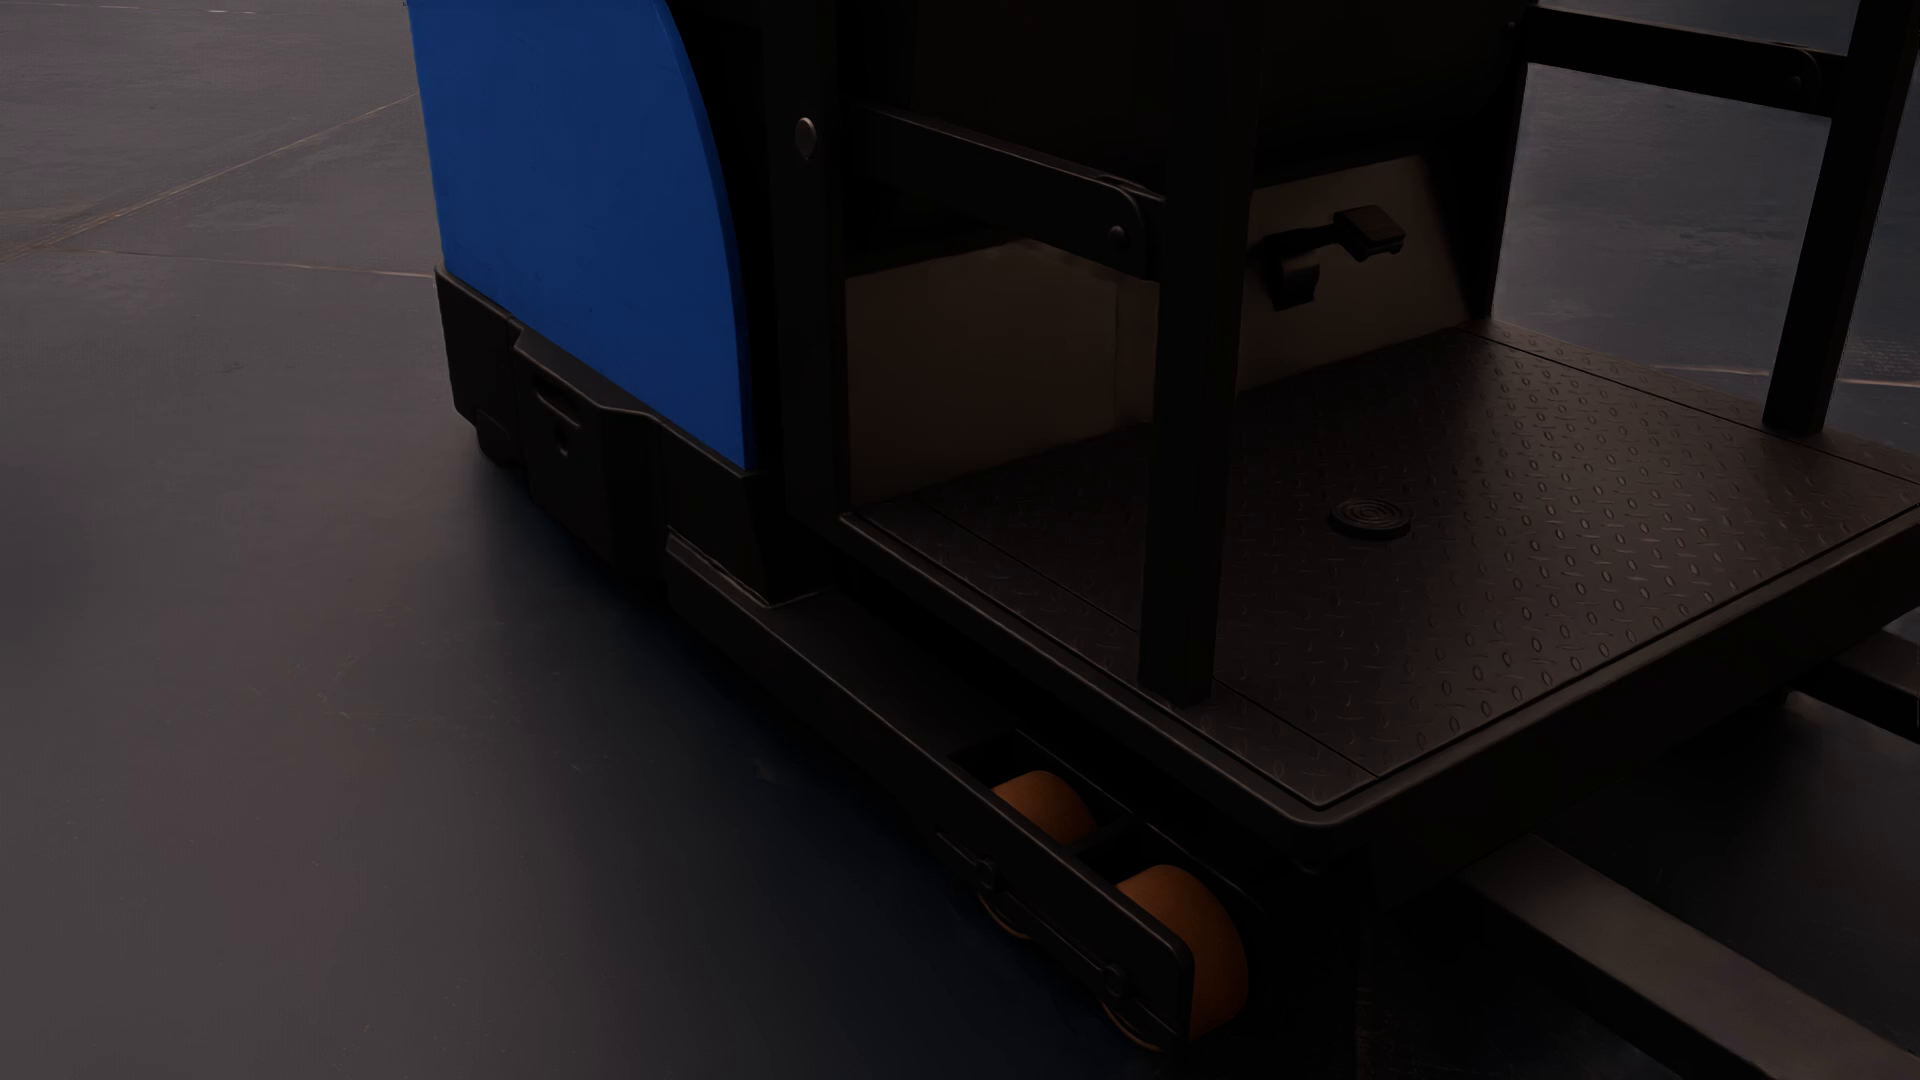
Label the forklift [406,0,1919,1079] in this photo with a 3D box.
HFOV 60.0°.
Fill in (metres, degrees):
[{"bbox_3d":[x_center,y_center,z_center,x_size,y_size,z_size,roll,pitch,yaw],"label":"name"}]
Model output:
[{"bbox_3d":[0.426,-1.084,1.394,1.130,2.935,3.031,-18,32,-32],"label":"forklift"}]
